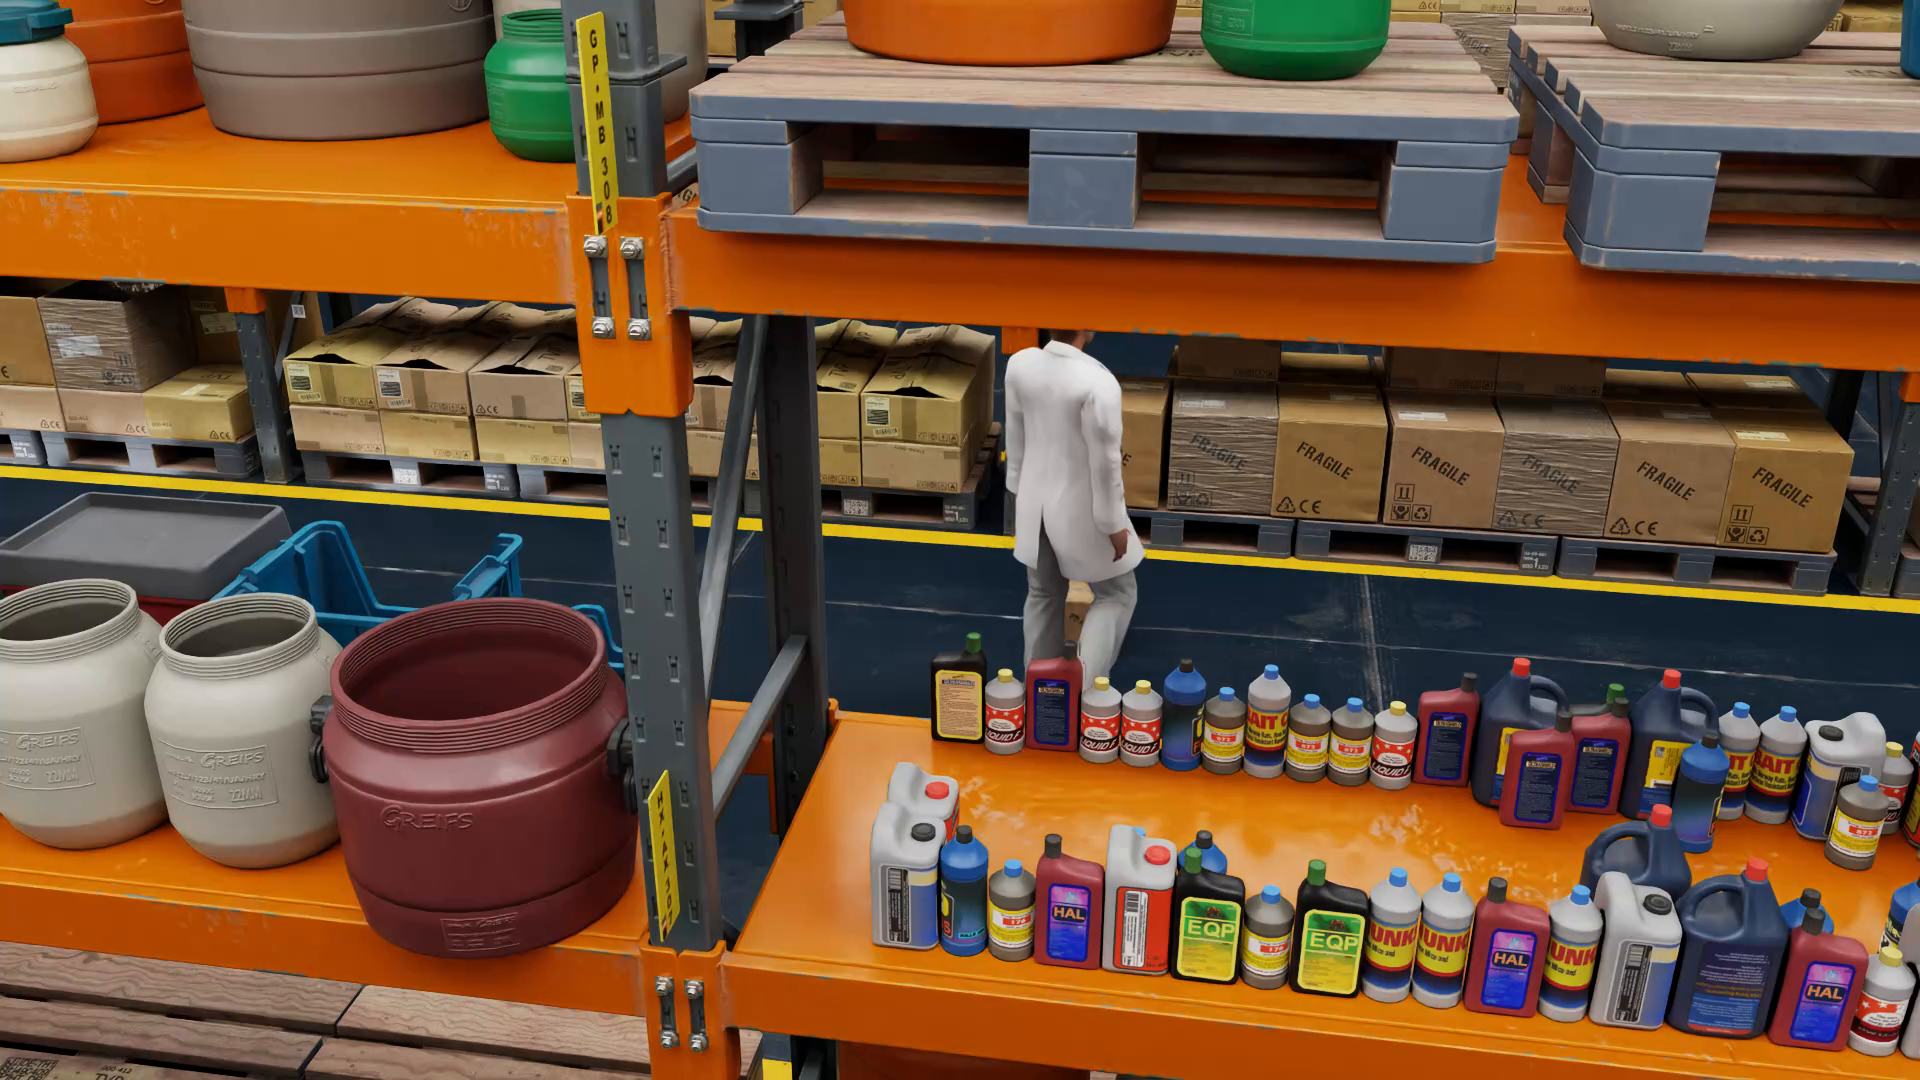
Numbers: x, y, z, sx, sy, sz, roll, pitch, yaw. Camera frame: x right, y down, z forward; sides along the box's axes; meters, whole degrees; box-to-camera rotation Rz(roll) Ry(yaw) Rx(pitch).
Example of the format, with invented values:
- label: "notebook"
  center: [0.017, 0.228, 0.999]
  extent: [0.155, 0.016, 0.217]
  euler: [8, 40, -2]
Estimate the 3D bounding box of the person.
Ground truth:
- label: "person"
  center: [0.403, -0.122, 6.366]
  extent: [0.613, 1.778, 0.482]
  euler: [21, 32, 38]
